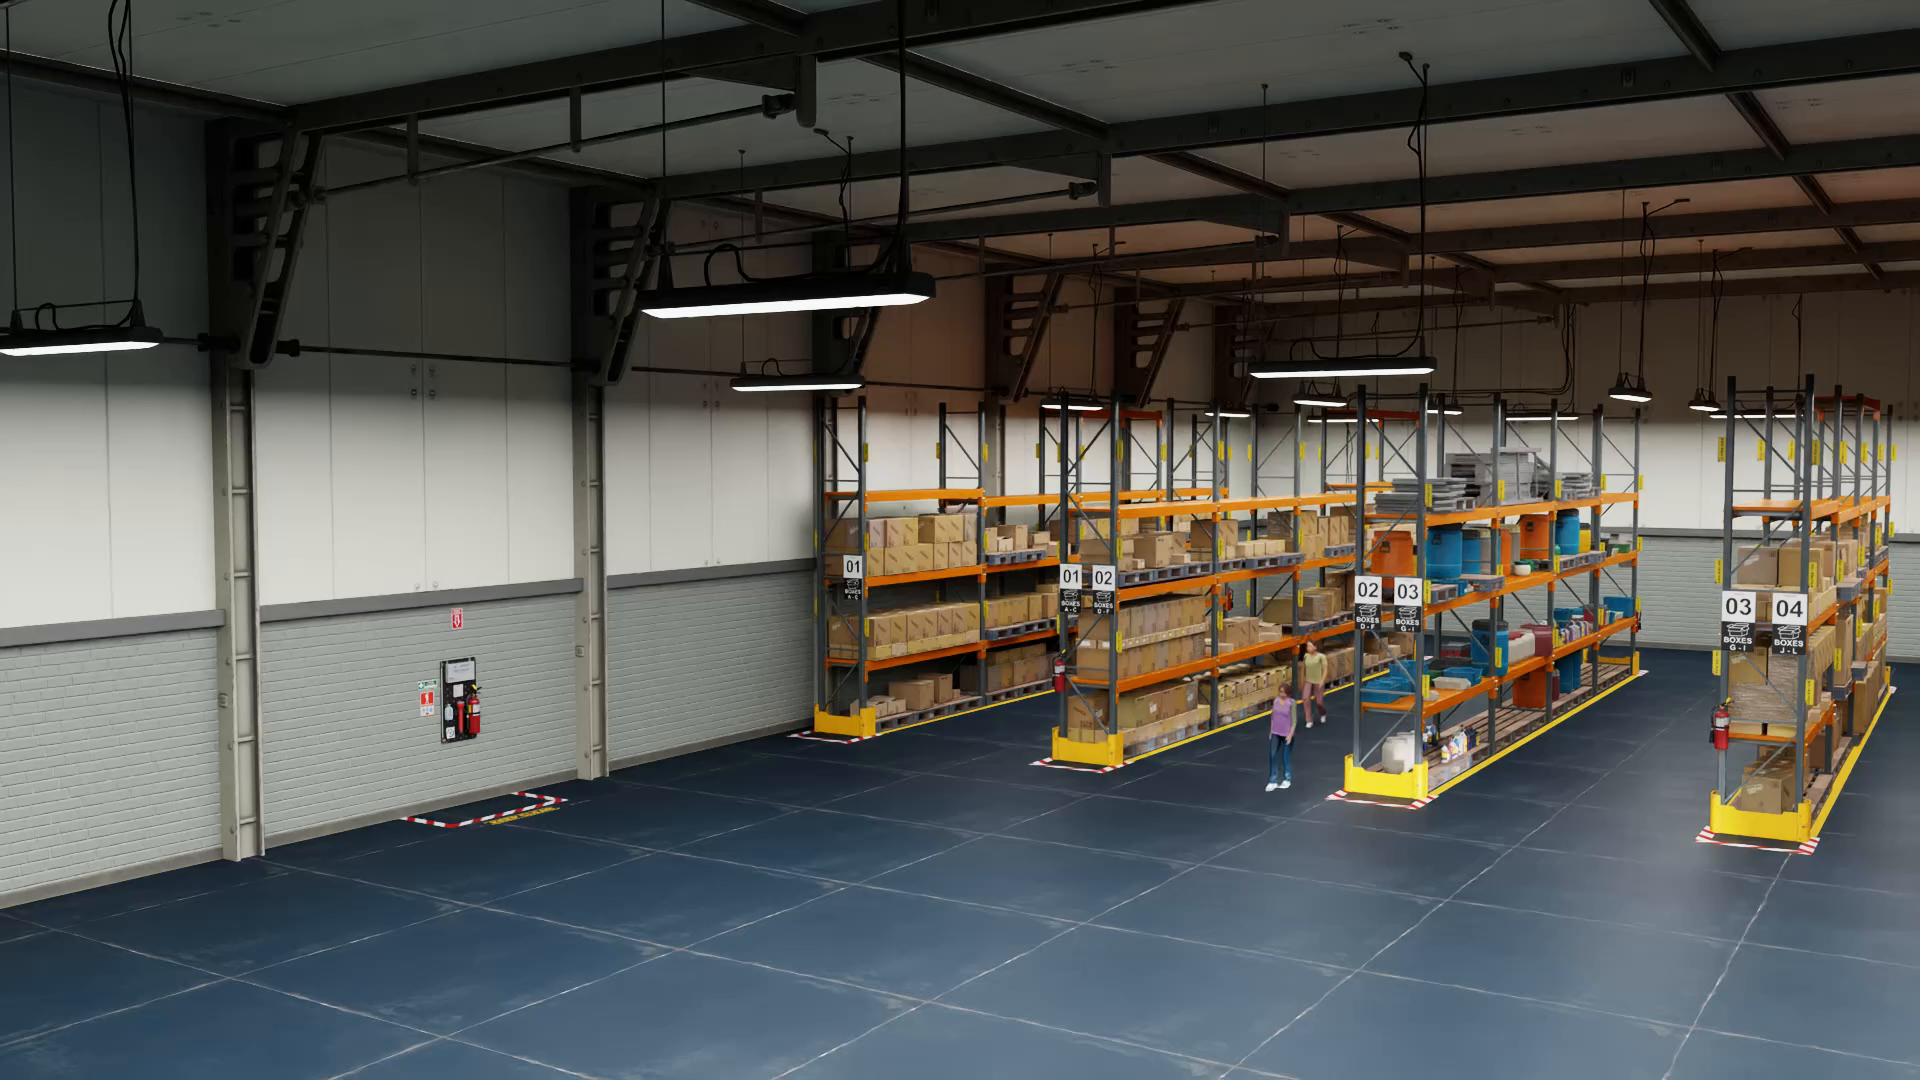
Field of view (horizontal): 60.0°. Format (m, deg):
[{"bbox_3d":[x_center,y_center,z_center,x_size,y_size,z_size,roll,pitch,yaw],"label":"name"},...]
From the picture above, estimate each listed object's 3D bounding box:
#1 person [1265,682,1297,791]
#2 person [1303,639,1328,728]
[{"bbox_3d":[4.777,2.926,24.678,0.476,1.627,0.509,2,4,40],"label":"person"},{"bbox_3d":[6.477,2.606,30.454,0.499,1.586,0.815,2,3,29],"label":"person"}]
